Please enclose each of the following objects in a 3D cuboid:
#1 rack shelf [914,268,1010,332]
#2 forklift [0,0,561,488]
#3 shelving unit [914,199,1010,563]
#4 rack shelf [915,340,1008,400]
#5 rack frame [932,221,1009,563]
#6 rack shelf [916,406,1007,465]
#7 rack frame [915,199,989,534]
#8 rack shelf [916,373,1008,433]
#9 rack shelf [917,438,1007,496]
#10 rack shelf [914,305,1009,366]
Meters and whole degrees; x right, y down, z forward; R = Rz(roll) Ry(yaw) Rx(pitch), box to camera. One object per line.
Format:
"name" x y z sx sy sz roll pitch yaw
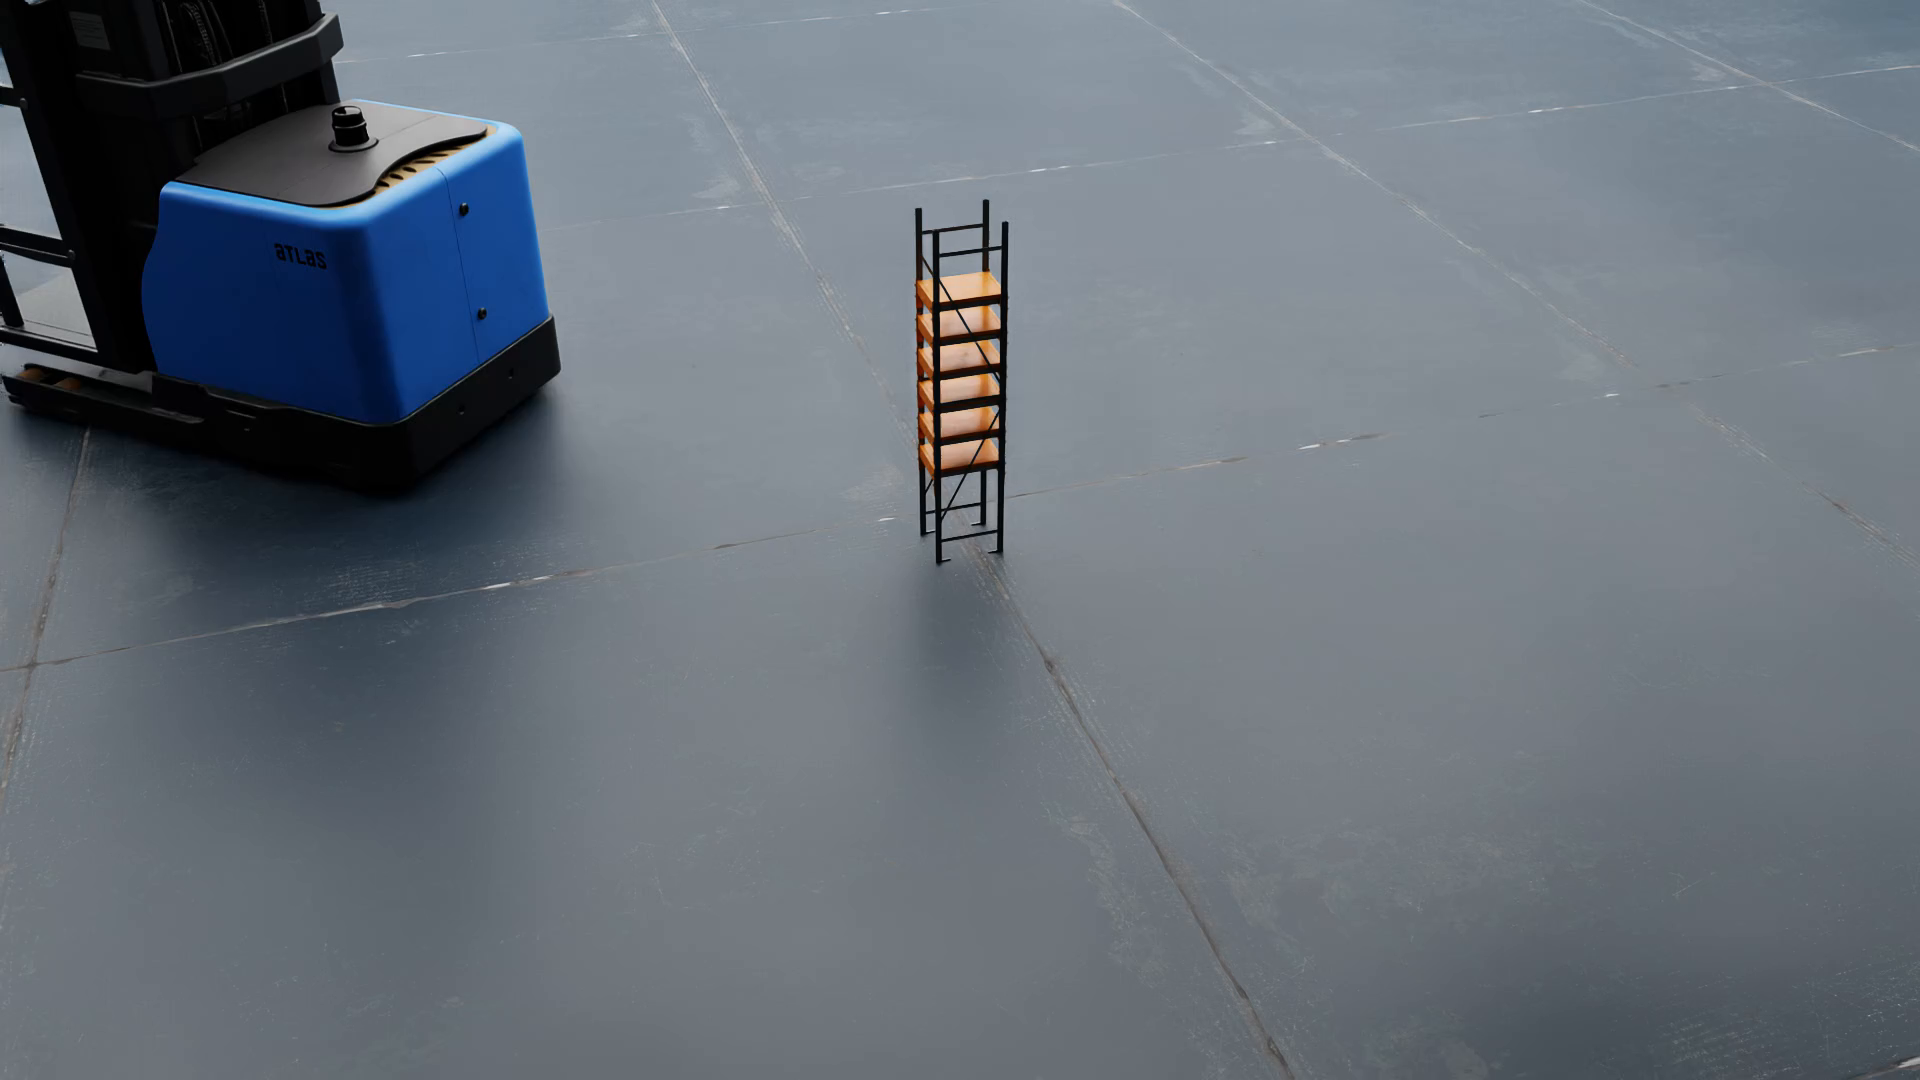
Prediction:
"rack shelf" 0.004 -0.756 5.234 0.258 0.103 0.180 -10 35 -15
"forklift" -3.161 -1.934 6.018 3.031 2.935 1.130 13 36 19
"shelving unit" 0.004 -0.493 5.408 0.258 1.200 0.189 -10 35 -15
"rack shelf" 0.004 -0.556 5.366 0.258 0.103 0.180 -10 35 -15
"rack frame" 0.032 -0.445 5.335 0.240 1.200 0.006 -10 35 -15
"rack shelf" 0.004 -0.356 5.498 0.258 0.103 0.180 -10 35 -15
"rack frame" -0.023 -0.541 5.480 0.240 1.200 0.006 -10 35 -15
"rack shelf" 0.004 -0.456 5.432 0.258 0.103 0.180 -10 35 -15
"rack shelf" 0.004 -0.256 5.565 0.258 0.103 0.180 -10 35 -15
"rack shelf" 0.004 -0.656 5.300 0.258 0.103 0.180 -10 35 -15
